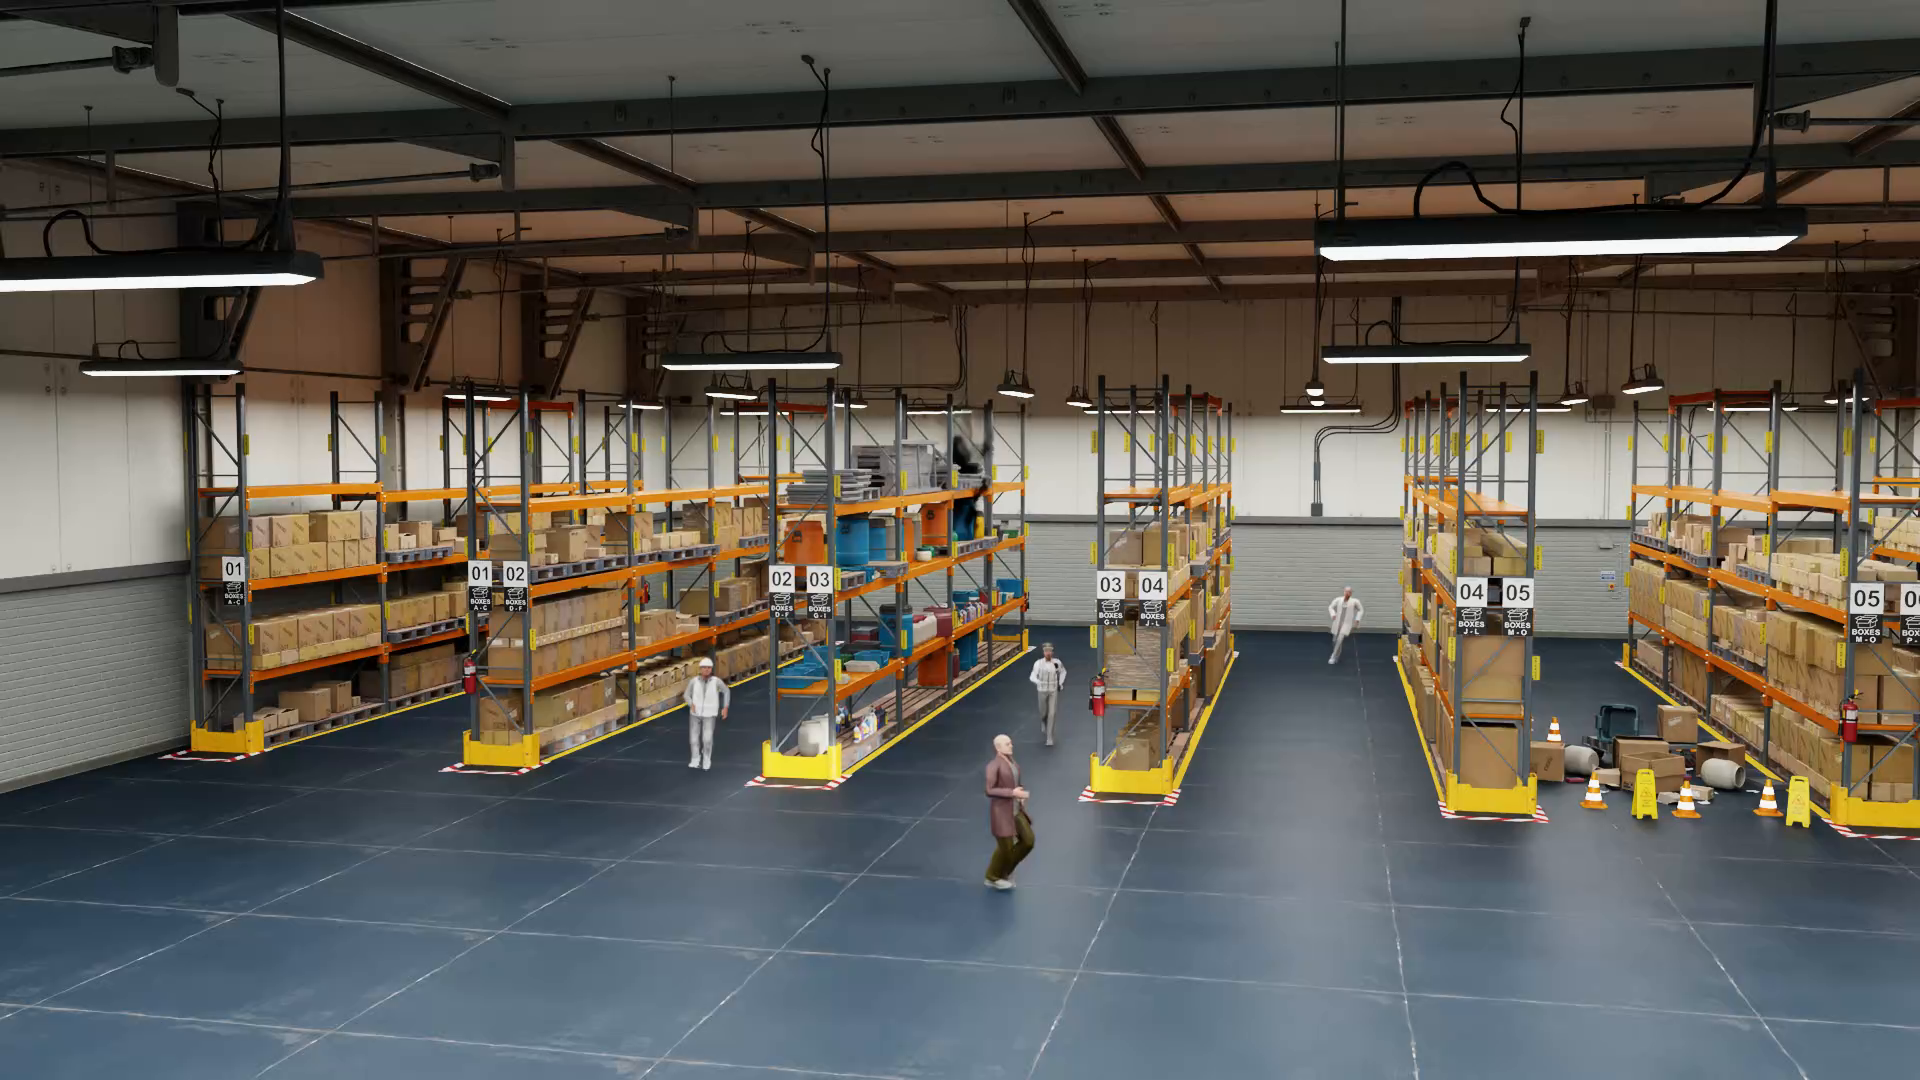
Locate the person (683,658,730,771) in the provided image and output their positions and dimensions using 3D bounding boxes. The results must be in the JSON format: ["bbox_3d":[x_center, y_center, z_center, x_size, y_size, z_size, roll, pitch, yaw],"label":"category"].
[{"bbox_3d":[-3.898,2.675,25.521,0.710,1.739,0.624,0,3,-2],"label":"person"}]

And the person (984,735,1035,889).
[{"bbox_3d":[0.572,3.060,18.608,0.673,1.765,0.694,2,4,37],"label":"person"}]

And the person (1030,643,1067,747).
[{"bbox_3d":[1.486,2.556,27.924,0.616,1.692,0.901,0,3,1],"label":"person"}]

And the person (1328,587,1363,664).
[{"bbox_3d":[8.800,1.944,38.079,0.772,1.734,1.021,2,4,27],"label":"person"}]

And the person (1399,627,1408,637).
[{"bbox_3d":[10.858,1.939,39.788,0.647,1.721,0.765,2,4,33],"label":"person"}]
